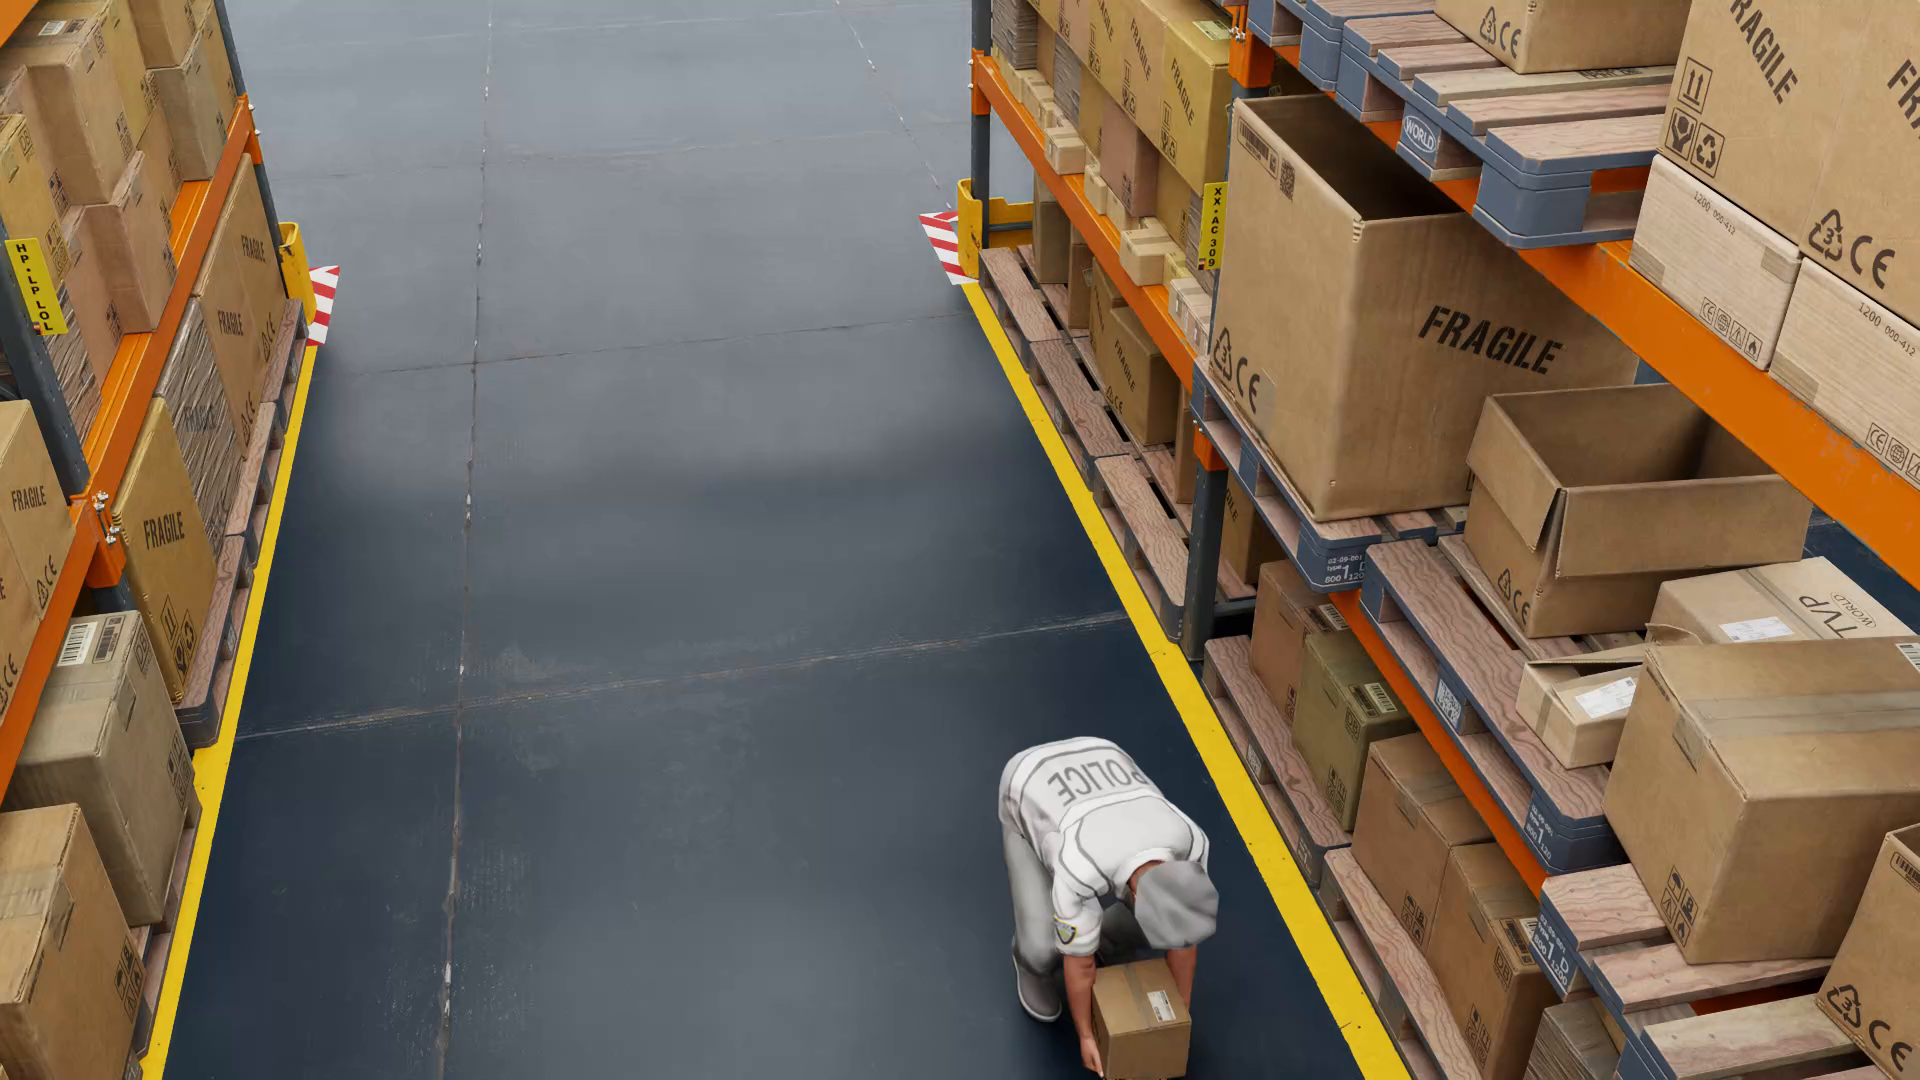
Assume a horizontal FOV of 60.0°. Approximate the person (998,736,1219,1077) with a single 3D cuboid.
[{"bbox_3d":[0.445,1.130,5.120,0.544,1.027,1.019,-10,35,-14],"label":"person"}]
